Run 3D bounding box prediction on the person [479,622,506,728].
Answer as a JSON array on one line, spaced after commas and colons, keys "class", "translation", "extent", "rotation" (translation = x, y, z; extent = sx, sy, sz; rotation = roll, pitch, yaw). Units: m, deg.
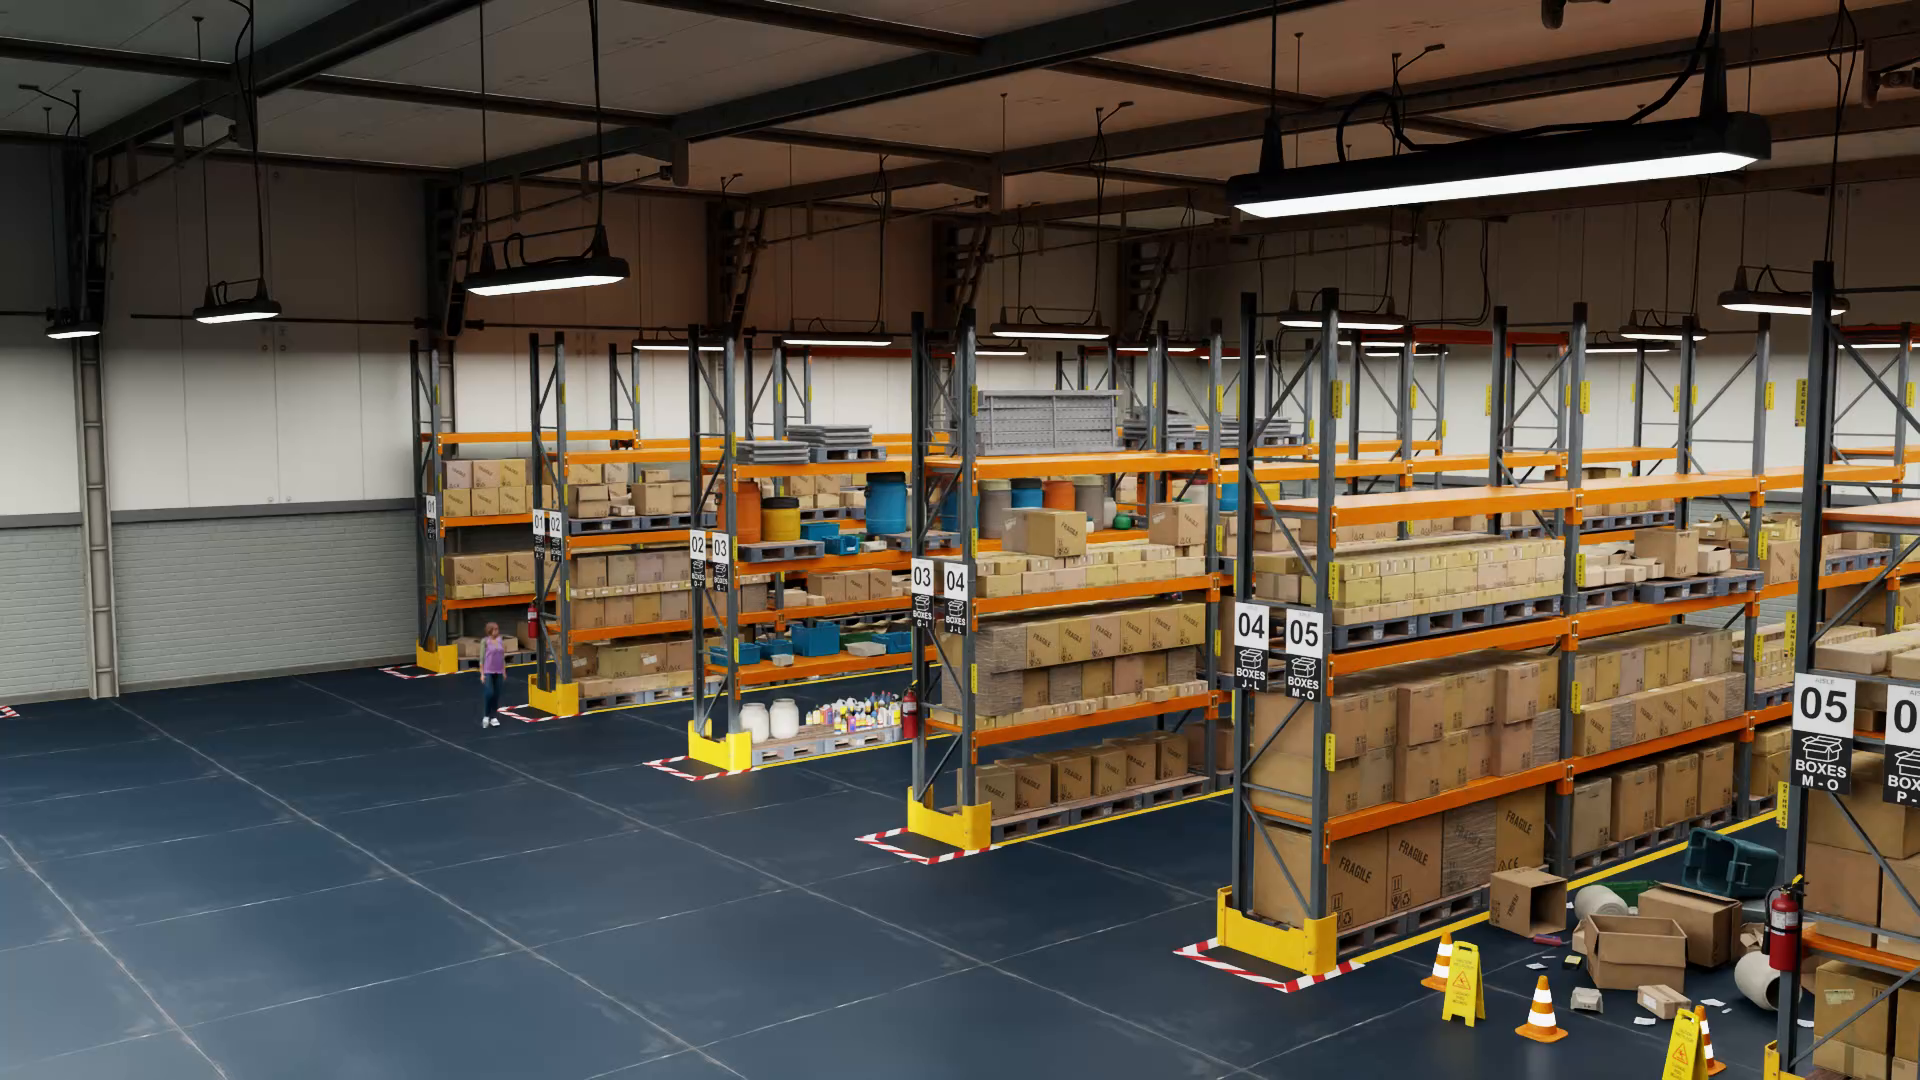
[{"class": "person", "translation": [-7.073, 2.033, 25.172], "extent": [0.443, 1.607, 0.418], "rotation": [-5, 7, -45]}]
